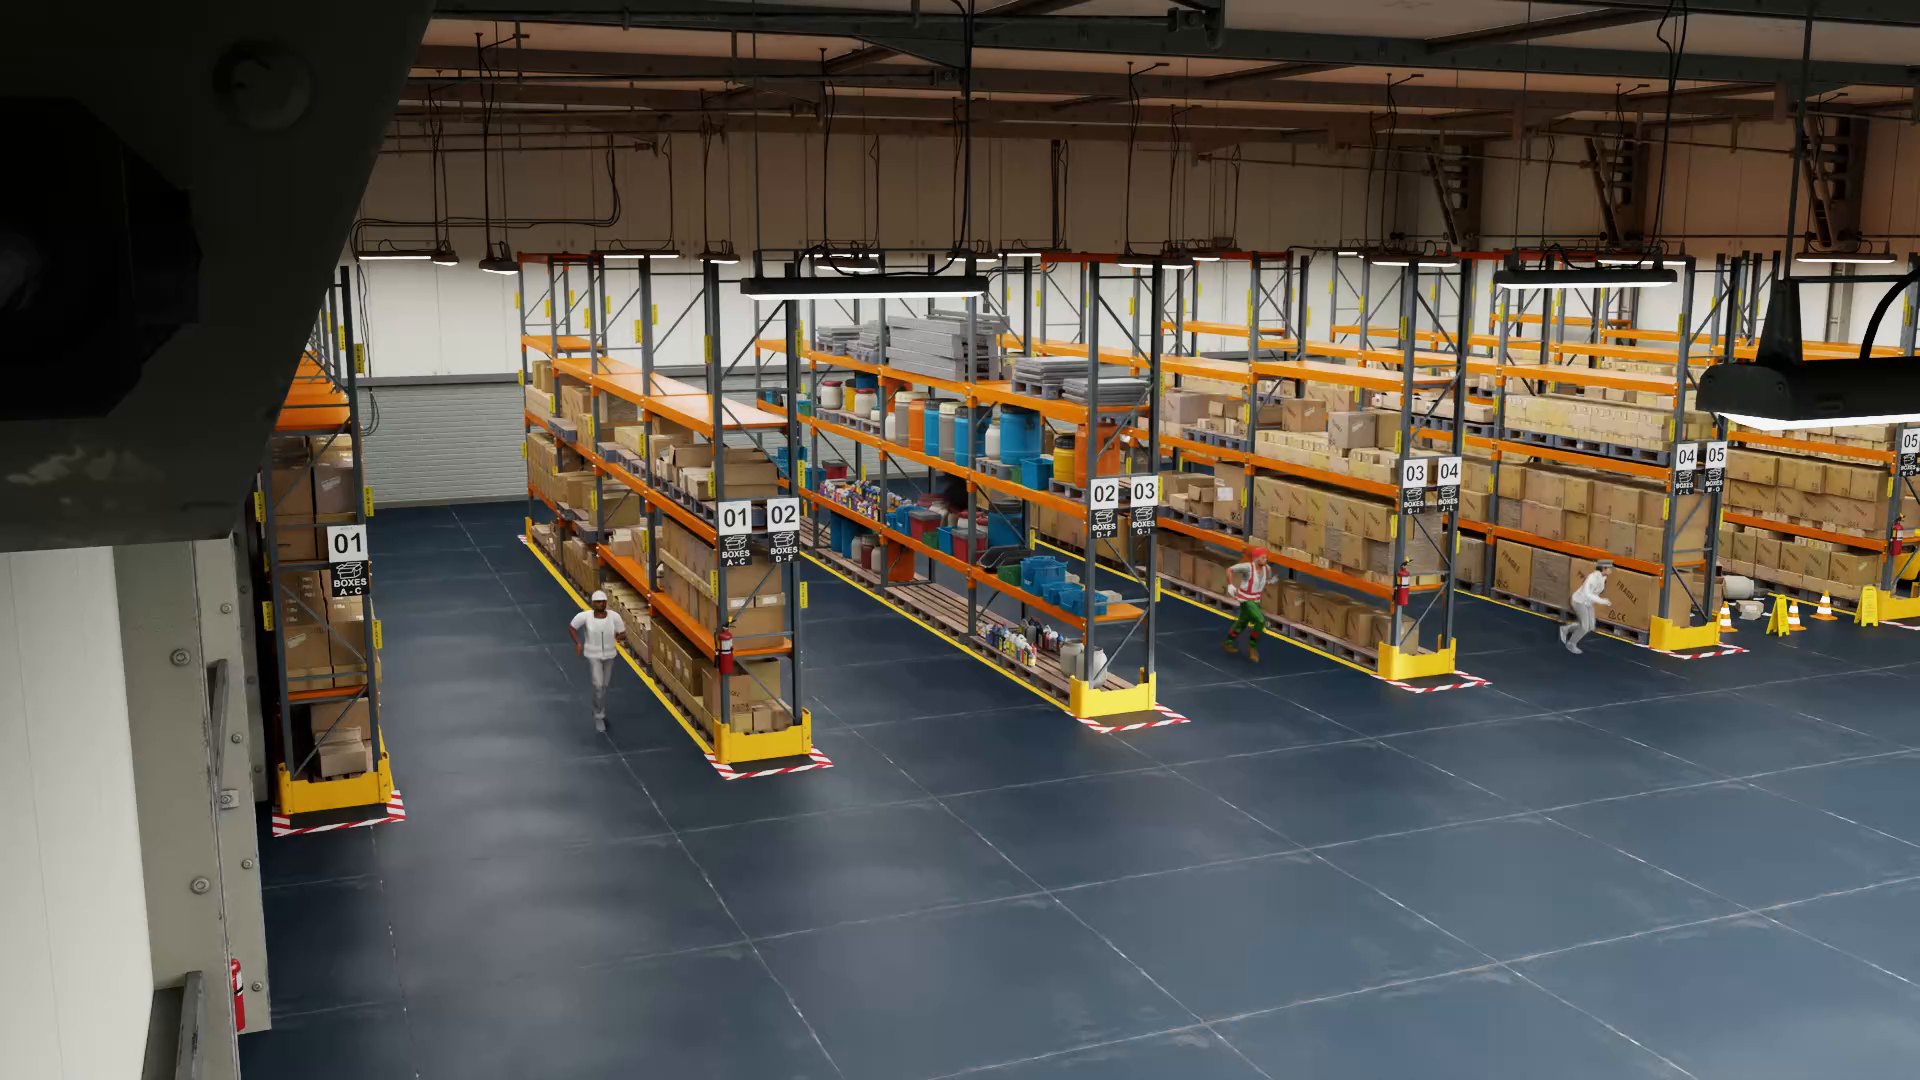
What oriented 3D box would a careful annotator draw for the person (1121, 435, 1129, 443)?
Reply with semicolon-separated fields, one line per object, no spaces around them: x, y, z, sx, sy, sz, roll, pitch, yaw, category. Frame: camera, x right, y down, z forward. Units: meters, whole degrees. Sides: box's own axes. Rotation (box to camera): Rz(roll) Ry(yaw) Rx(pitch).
4.028;-2.022;41.349;0.811;1.761;0.815;-4;11;-20;person

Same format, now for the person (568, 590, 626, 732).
-4.684;1.552;21.687;0.674;1.832;0.785;-6;12;-30;person

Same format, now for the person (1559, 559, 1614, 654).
9.621;1.003;25.459;0.766;1.518;0.621;9;13;39;person

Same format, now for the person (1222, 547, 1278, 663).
4.342;0.943;25.022;0.646;1.758;0.937;-10;14;-42;person
